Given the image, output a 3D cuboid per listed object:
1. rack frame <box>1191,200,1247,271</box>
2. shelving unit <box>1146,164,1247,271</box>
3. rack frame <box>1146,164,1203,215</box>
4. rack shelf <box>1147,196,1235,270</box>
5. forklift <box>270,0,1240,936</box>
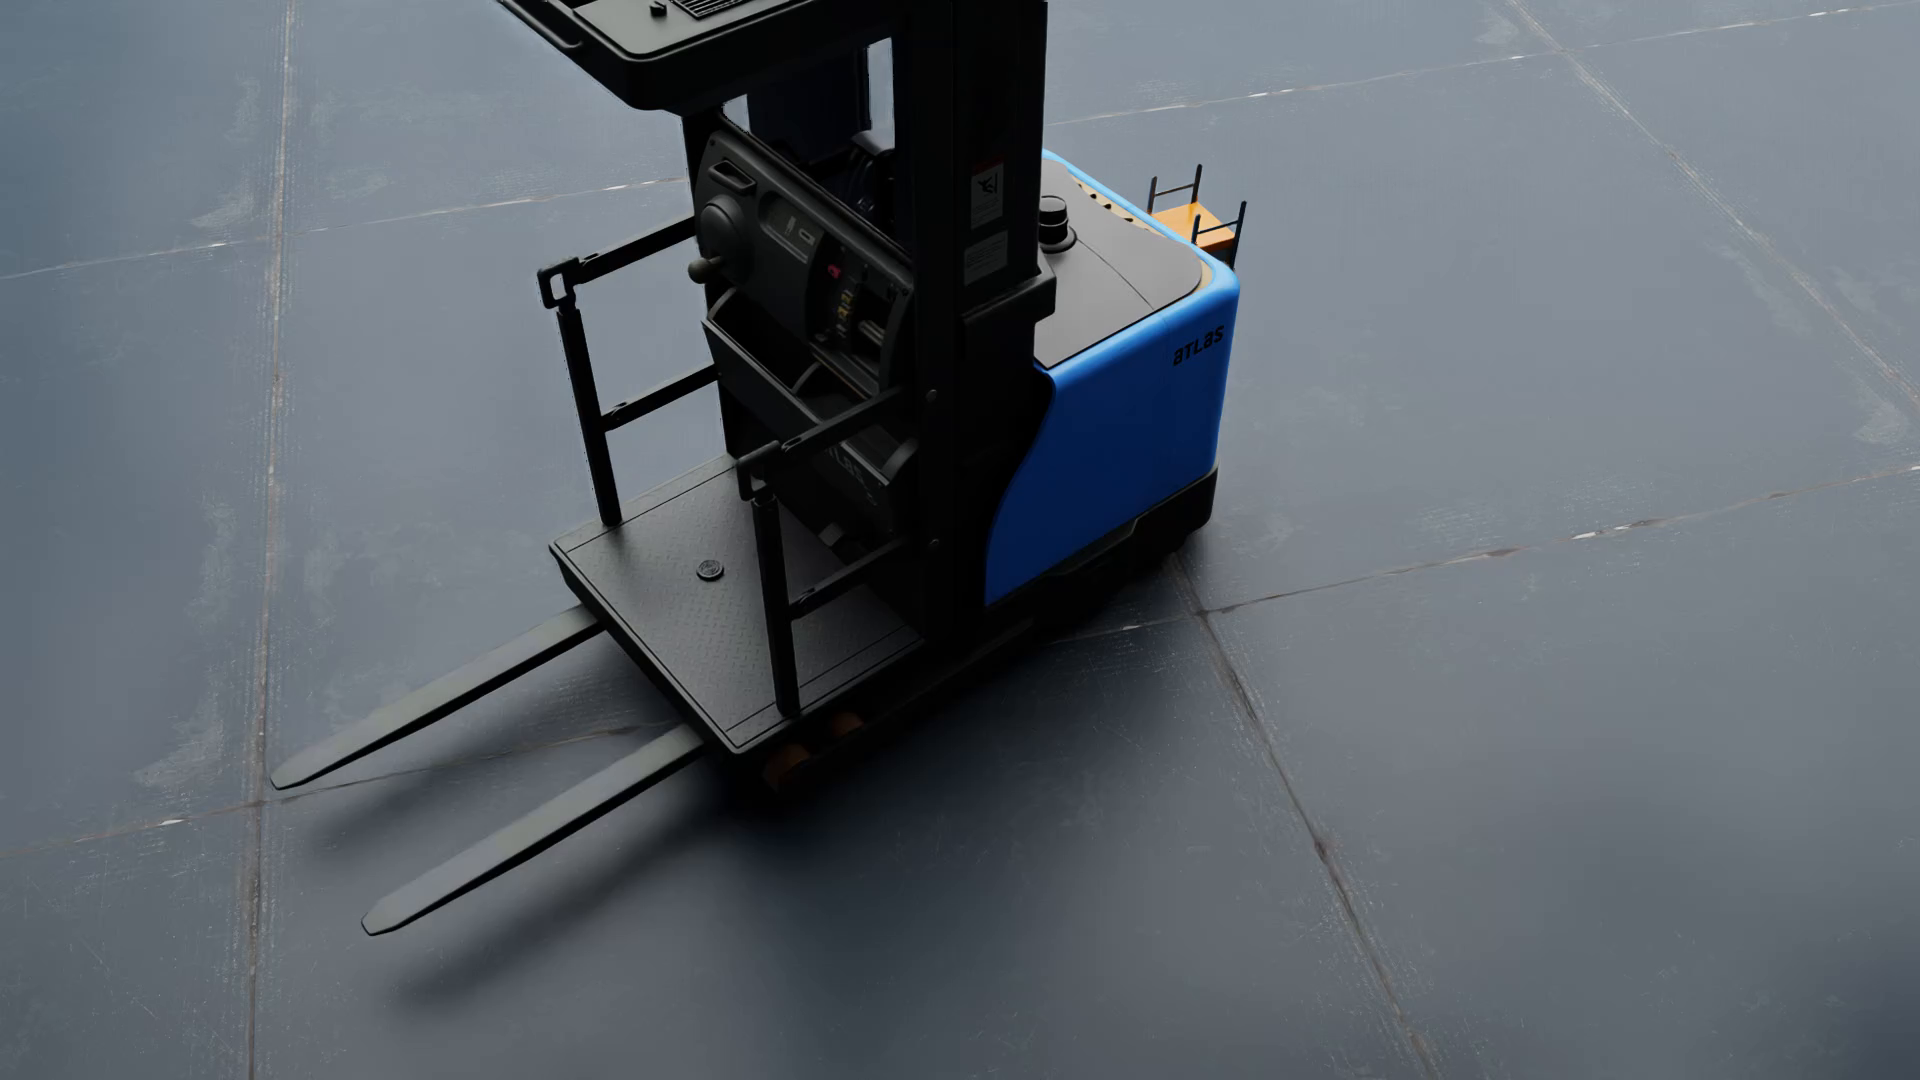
[{"bbox_3d":[0.806,-0.683,5.675,0.200,1.050,0.008,-20,49,-23],"label":"rack frame"},{"bbox_3d":[0.746,-0.759,5.749,0.215,1.050,0.252,-20,49,-23],"label":"shelving unit"},{"bbox_3d":[0.686,-0.835,5.824,0.200,1.050,0.008,-20,49,-23],"label":"rack frame"},{"bbox_3d":[0.761,-0.955,5.560,0.215,0.259,0.240,-20,49,-23],"label":"rack shelf"},{"bbox_3d":[-0.596,-0.683,4.367,3.031,2.935,1.130,-30,53,-26],"label":"forklift"}]
